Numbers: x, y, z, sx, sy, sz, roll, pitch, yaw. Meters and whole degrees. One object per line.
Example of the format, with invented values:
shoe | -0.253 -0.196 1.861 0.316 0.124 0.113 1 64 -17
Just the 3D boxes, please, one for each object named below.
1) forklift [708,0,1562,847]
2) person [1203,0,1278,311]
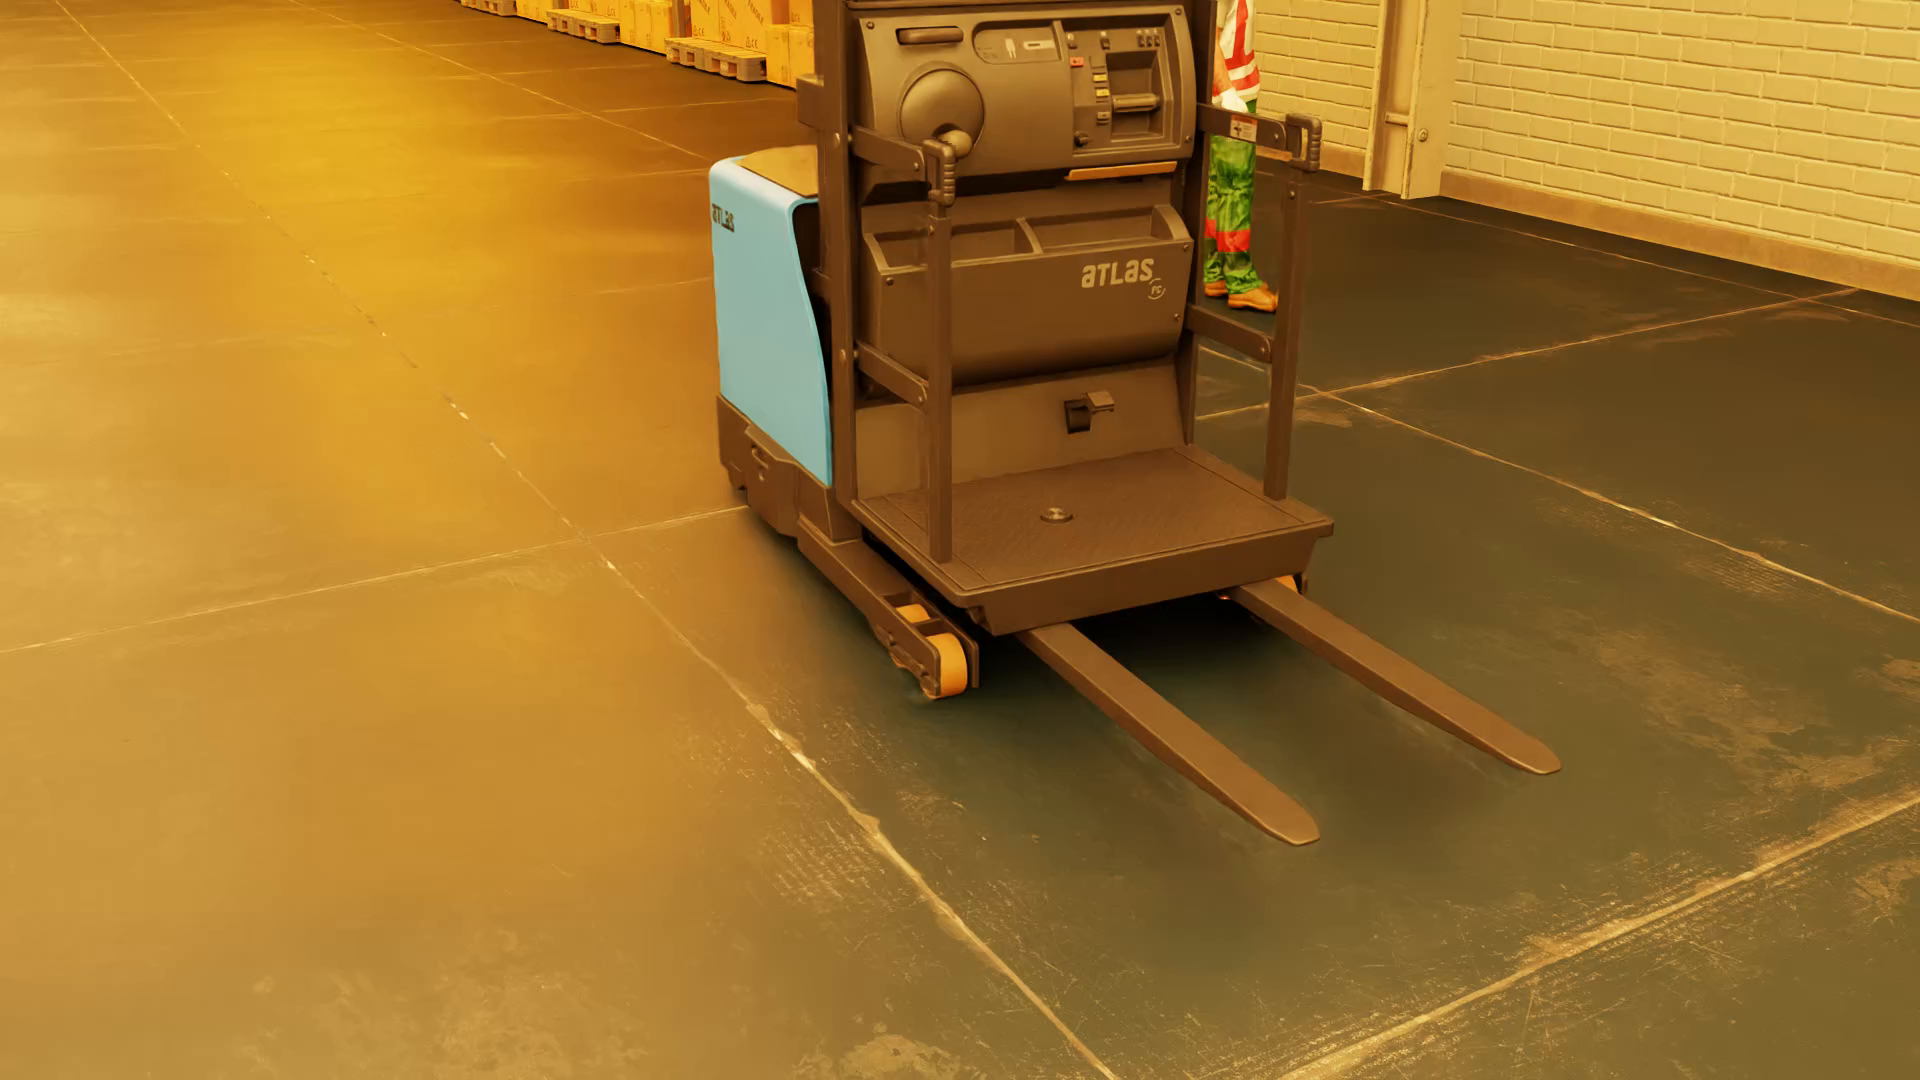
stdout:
forklift | 0.283 -1.147 4.068 1.130 2.935 3.031 -10 24 -24
person | 1.312 -1.998 7.630 0.565 1.789 0.643 5 23 11
